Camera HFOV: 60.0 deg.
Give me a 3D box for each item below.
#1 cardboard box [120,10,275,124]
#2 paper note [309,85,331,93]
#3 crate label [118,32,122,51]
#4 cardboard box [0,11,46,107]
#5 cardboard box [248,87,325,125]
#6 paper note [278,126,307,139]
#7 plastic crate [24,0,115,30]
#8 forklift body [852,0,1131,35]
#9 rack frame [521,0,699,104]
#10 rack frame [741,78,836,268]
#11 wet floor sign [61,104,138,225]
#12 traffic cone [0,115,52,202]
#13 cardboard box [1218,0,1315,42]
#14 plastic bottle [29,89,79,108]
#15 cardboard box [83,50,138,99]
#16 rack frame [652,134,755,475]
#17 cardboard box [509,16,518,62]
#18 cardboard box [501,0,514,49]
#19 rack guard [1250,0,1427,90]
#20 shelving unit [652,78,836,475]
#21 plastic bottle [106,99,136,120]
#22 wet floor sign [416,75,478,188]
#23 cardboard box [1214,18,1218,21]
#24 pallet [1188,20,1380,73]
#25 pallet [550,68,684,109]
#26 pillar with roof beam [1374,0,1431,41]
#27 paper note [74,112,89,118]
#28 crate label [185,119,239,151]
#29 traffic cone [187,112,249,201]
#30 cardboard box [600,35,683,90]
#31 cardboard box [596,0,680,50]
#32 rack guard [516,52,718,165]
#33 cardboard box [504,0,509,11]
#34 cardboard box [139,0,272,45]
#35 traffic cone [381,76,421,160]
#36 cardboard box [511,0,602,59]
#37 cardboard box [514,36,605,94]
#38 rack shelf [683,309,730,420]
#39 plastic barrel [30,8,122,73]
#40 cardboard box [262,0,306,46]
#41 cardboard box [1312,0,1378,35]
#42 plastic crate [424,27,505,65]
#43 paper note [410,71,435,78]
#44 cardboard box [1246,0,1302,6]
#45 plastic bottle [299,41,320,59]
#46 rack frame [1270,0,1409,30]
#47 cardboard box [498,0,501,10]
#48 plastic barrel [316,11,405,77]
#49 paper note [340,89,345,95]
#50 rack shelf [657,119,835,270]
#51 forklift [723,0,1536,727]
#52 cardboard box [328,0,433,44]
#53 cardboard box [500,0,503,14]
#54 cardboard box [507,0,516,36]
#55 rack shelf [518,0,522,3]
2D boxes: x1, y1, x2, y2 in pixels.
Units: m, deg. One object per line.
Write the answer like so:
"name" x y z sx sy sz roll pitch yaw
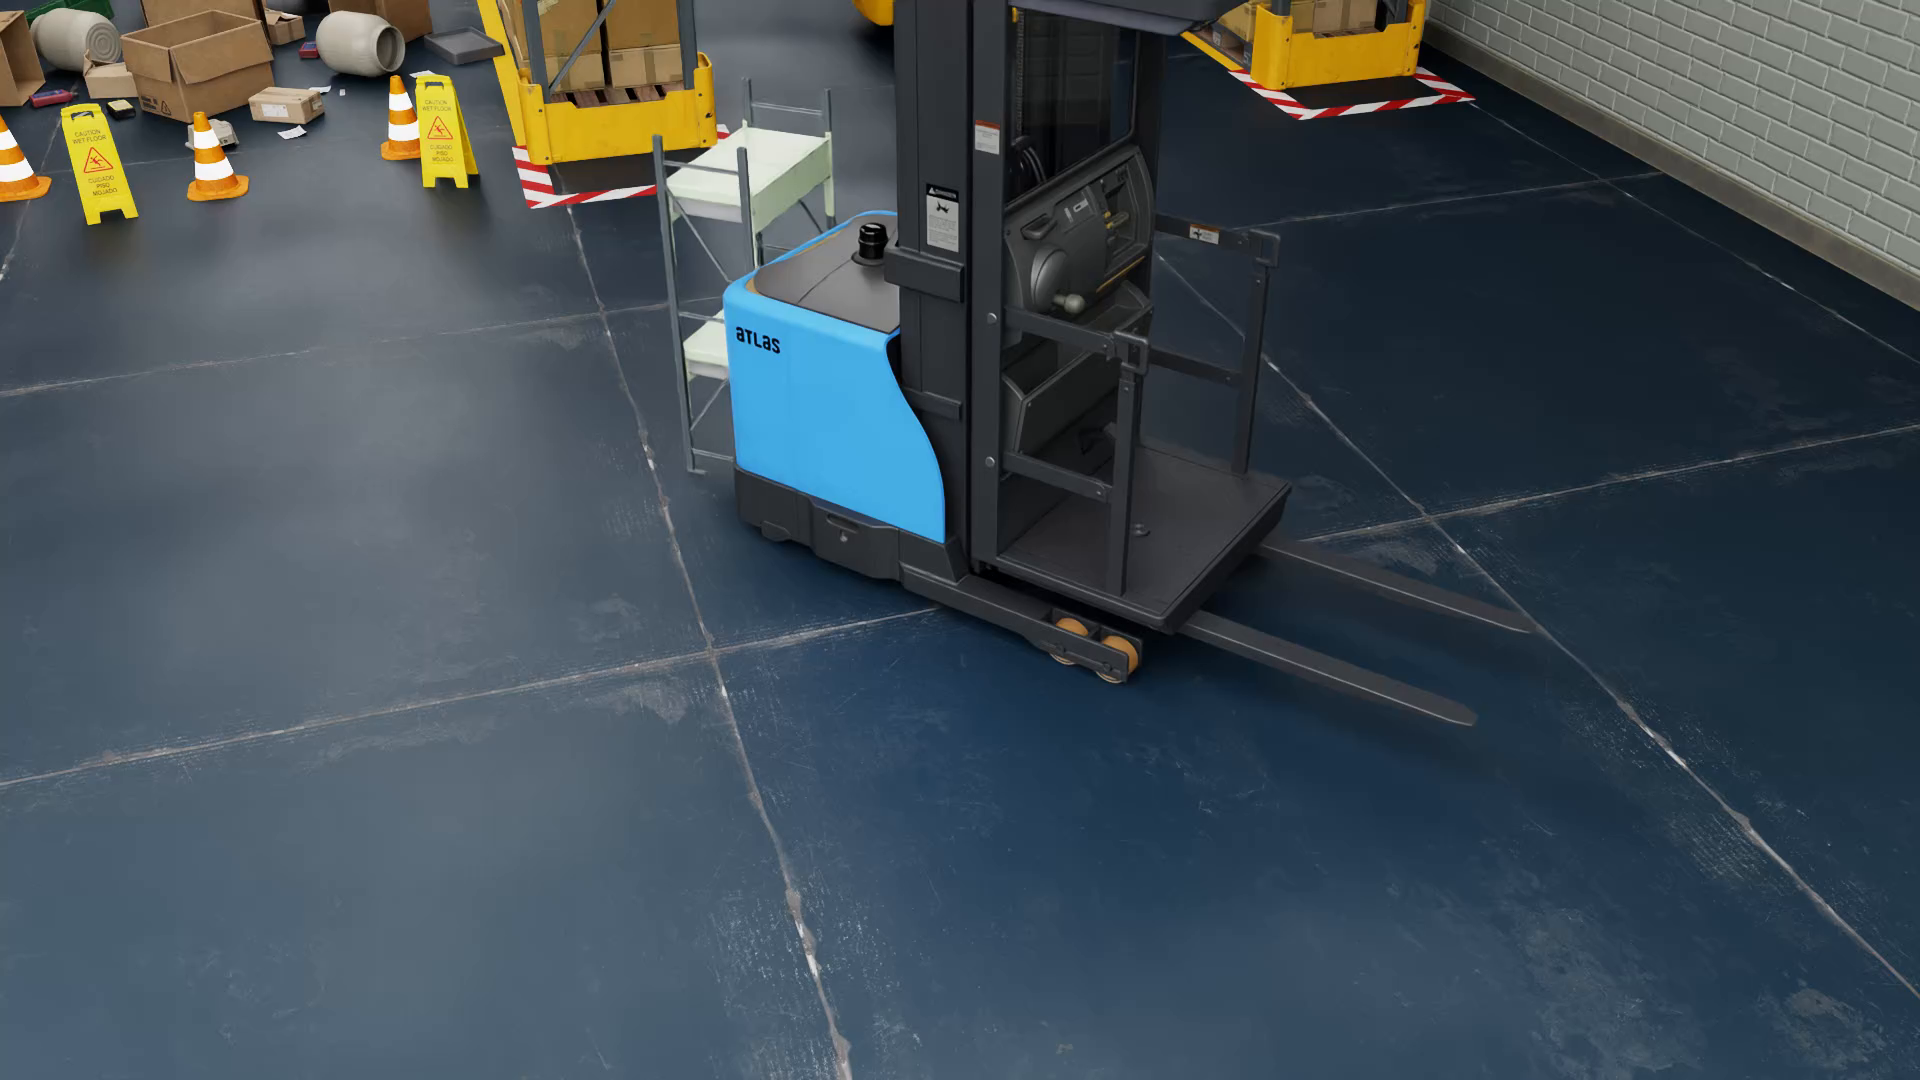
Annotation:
"cardboard box" -5.054 -3.155 11.068 0.637 0.503 0.797 19 38 26
"paper note" -4.407 -3.089 11.408 0.148 0.019 0.142 1 33 2
"crate label" -6.280 -3.639 12.132 0.250 0.136 0.298 19 38 26
"cardboard box" -6.559 -3.230 11.183 0.500 0.500 0.500 -4 34 -6
"cardboard box" -4.430 -2.859 10.941 0.380 0.149 0.250 7 34 10
"paper note" -4.291 -2.623 10.691 0.148 0.019 0.142 -23 40 -31
"plastic crate" -6.710 -3.894 12.421 0.450 0.188 0.662 -2 32 16
"forklift body" 0.303 -4.871 12.171 2.313 2.155 1.214 -10 35 -15
"rack frame" -2.107 -3.700 9.628 1.000 3.000 0.127 -10 35 -15
"rack frame" -0.723 -1.264 7.302 0.400 1.500 0.023 12 35 18
"wet floor sign" -4.896 -2.150 9.418 0.267 0.644 0.232 -16 37 -23
"traffic cone" -5.600 -2.274 9.771 0.336 0.463 0.334 -10 35 -15
"cardboard box" 2.175 -3.758 11.830 0.500 0.250 0.500 -10 35 -14
"plastic bottle" -6.106 -2.983 11.208 0.283 0.061 0.133 -23 40 -31
"cardboard box" -5.732 -3.181 11.323 0.396 0.266 0.258 -4 34 -6
"rack frame" -0.993 -0.889 6.734 0.400 1.500 0.023 12 35 18
"cardboard box" -2.760 -3.380 11.258 0.500 0.250 0.500 -10 35 -15
"cardboard box" -2.925 -3.654 11.672 0.500 0.250 0.500 -11 35 -16
"rack guard" 2.627 -3.481 11.565 1.175 0.500 0.348 -10 35 -15
"shelving unit" -0.858 -1.076 7.018 0.431 1.500 0.755 12 35 18
"plastic bottle" -5.577 -2.865 11.030 0.133 0.061 0.283 -23 40 -31
"wet floor sign" -3.068 -2.438 9.854 0.267 0.644 0.232 1 33 2
"cardboard box" 2.032 -4.021 12.227 0.500 0.250 0.500 -10 35 -15
"pallet" 2.346 -3.768 12.260 1.003 0.211 1.213 -10 35 -15
"pallet" -2.344 -3.009 11.112 1.003 0.211 1.213 -10 35 -15
"pillar with roof beam" -0.835 -6.833 8.928 9.100 9.000 0.400 -10 35 -15
"paper note" -5.809 -2.806 10.988 0.032 0.001 0.123 7 34 10
"crate label" -4.719 -2.552 10.487 0.298 0.136 0.250 27 42 34
"traffic cone" -4.420 -2.285 9.789 0.336 0.463 0.334 -10 35 -15
"cardboard box" -2.089 -3.198 10.982 0.500 0.250 0.500 -10 35 -15
"cardboard box" -2.097 -3.523 10.794 0.500 0.500 0.500 -11 35 -16
"rack guard" -2.130 -2.697 10.378 1.175 0.500 0.348 -10 35 -15
"cardboard box" -2.909 -3.957 11.451 0.500 0.500 0.500 -11 35 -16
"cardboard box" -5.347 -3.701 11.771 0.797 0.637 0.503 -10 35 -15
"traffic cone" -3.466 -2.650 10.341 0.336 0.463 0.334 -10 35 -15
"cardboard box" -2.599 -3.418 10.634 0.500 0.500 0.500 -10 35 -14
"cardboard box" -2.617 -3.120 10.864 0.500 0.250 0.500 -10 35 -15
"rack shelf" -0.858 -0.804 7.198 0.431 0.370 0.720 12 35 18
"plastic barrel" -6.203 -3.502 11.666 0.512 0.421 0.421 13 36 18
"cardboard box" -5.122 -3.871 12.367 0.396 0.266 0.258 19 38 26
"cardboard box" 2.656 -3.855 11.977 0.500 0.250 0.500 -10 35 -15
"plastic crate" -3.629 -3.620 12.155 0.402 0.080 0.583 -23 40 -31
"paper note" -3.770 -3.274 11.676 0.142 0.019 0.148 -23 40 -31
"cardboard box" 2.173 -3.976 11.706 0.500 0.250 0.500 -10 35 -15
"plastic bottle" -4.719 -3.581 12.114 0.133 0.061 0.283 -4 34 -6
"rack frame" 2.619 -4.537 10.895 1.000 3.000 0.127 -10 35 -15
"cardboard box" -3.230 -4.195 12.490 0.500 0.250 0.500 -8 34 -12
"plastic barrel" -4.179 -3.455 11.595 0.512 0.421 0.421 13 36 18
"paper note" -4.225 -3.063 11.376 0.032 0.001 0.123 -10 35 -15
"rack shelf" -0.858 -1.402 6.803 0.431 0.370 0.720 12 35 18
"forklift" 0.598 -1.045 5.673 3.031 2.935 1.130 20 38 28
"cardboard box" -4.296 -3.967 12.297 0.500 0.500 0.500 13 36 18
"cardboard box" -3.066 -3.916 12.069 0.500 0.250 0.500 -10 35 -15
"cardboard box" -2.762 -3.691 11.048 0.500 0.500 0.500 -9 34 -13
"rack shelf" -2.717 -4.450 11.416 1.077 0.370 4.000 -10 35 -15
